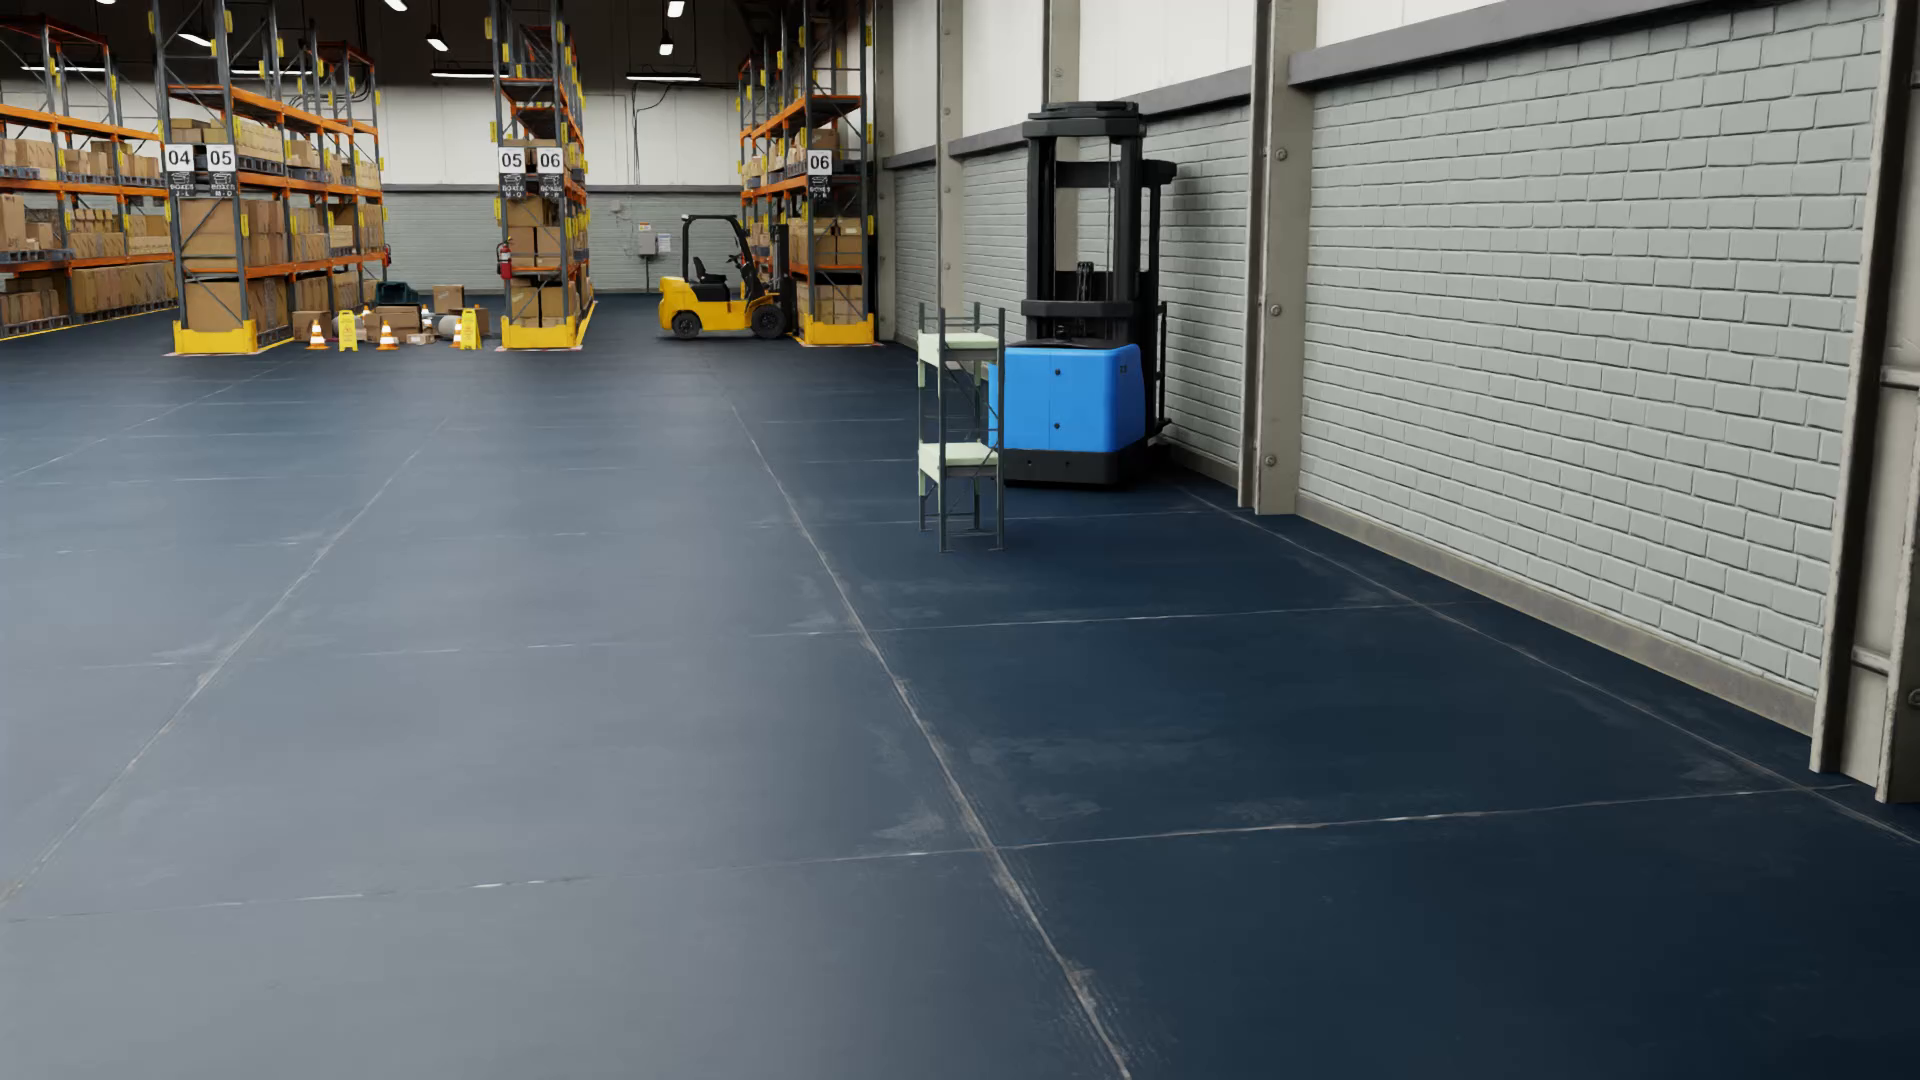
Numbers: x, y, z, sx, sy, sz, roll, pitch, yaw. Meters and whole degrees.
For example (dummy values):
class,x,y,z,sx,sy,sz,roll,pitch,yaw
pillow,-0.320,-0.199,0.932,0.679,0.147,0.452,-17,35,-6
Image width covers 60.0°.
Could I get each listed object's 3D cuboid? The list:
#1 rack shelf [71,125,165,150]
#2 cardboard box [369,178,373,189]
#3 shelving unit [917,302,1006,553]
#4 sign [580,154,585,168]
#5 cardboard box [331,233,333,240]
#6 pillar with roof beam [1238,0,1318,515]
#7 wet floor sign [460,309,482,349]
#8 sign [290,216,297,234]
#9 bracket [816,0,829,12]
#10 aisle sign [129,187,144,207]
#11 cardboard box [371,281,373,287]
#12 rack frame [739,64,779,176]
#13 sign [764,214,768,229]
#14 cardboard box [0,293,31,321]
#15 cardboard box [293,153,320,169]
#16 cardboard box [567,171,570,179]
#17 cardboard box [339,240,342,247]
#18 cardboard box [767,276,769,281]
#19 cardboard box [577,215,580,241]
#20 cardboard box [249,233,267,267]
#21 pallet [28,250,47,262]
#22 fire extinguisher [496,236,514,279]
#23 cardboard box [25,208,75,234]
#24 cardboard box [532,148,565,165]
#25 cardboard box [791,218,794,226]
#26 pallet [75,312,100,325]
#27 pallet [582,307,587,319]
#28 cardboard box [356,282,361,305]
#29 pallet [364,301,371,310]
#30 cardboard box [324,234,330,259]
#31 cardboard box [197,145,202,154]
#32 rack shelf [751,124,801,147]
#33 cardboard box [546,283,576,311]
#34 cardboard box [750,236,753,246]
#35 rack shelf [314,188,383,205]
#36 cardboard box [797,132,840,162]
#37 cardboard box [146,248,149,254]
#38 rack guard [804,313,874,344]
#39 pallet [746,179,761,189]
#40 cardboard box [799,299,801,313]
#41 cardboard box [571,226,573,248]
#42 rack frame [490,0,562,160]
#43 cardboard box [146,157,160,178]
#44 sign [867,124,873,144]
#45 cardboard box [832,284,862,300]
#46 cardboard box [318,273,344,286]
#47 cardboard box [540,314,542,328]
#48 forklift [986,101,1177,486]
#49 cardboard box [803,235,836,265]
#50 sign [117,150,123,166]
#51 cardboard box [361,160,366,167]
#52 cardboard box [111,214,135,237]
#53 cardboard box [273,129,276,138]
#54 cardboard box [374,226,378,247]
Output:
class,x,y,z,sx,sy,sz,roll,pitch,yaw
rack shelf,-19.370,-9.254,38.244,1.077,0.370,4.000,-2,11,-11
cardboard box,-14.214,-8.430,39.345,0.500,0.250,0.500,-2,11,-8
shelving unit,0.001,-0.736,10.550,0.431,1.500,0.755,-2,11,-11
sign,-8.730,-8.754,38.422,0.100,0.325,0.005,-2,11,-11
cardboard box,-13.325,-6.342,34.747,0.380,0.149,0.250,-2,11,-13
pillar with roof beam,-2.031,-4.481,10.170,9.100,9.000,0.400,-2,11,-11
wet floor sign,-7.939,-3.419,26.936,0.267,0.644,0.232,2,11,9
sign,-11.996,-5.669,29.934,0.100,0.325,0.005,-2,11,-11
bracket,-2.744,-10.718,33.315,0.235,0.232,0.430,-2,11,-11
aisle sign,-20.067,-8.503,40.397,0.394,0.787,0.004,-2,11,-11
cardboard box,-14.239,-6.108,39.678,0.380,0.149,0.250,-2,11,-11
rack frame,-5.170,-10.713,42.912,1.000,3.000,0.127,-2,11,-11
sign,-4.145,-6.807,35.551,0.100,0.325,0.005,-2,11,-11
cardboard box,-17.707,-4.315,30.855,0.700,0.500,0.500,-3,11,-16
cardboard box,-12.821,-7.423,32.499,0.500,0.311,0.500,-2,11,-11
cardboard box,-7.343,-6.687,30.455,0.380,0.149,0.250,-2,11,-11
cardboard box,-13.516,-6.382,35.751,0.380,0.149,0.250,-2,11,-13
cardboard box,-4.042,-5.725,36.583,0.380,0.149,0.250,-3,11,-14
cardboard box,-7.911,-6.258,33.369,0.500,0.500,0.500,-3,11,-15
cardboard box,-11.993,-4.799,27.485,0.875,0.550,0.550,-2,11,-11
pallet,-17.778,-5.301,31.037,1.003,0.211,1.213,-2,11,-11
fire extinguisher,-7.356,-4.574,26.912,0.296,0.674,0.183,-2,11,-11
cardboard box,-18.329,-6.433,33.523,0.797,0.503,0.637,-2,11,-9
cardboard box,-6.763,-6.298,27.345,0.500,0.250,0.500,-2,11,-12
cardboard box,-2.918,-5.867,30.702,0.380,0.149,0.250,-2,11,-10
pallet,-18.283,-4.534,33.954,1.003,0.211,1.213,-2,11,-11
pallet,-8.562,-4.894,35.847,1.003,0.211,1.213,-2,11,-11
cardboard box,-13.705,-5.504,37.153,0.500,0.500,0.500,-2,11,-12
pallet,-14.261,-5.404,38.525,1.003,0.211,1.213,-2,11,-11
cardboard box,-12.967,-5.895,33.377,0.500,0.500,0.500,-2,11,-11
cardboard box,-12.208,-6.152,26.253,0.380,0.149,0.250,-2,11,-11
rack shelf,-4.003,-9.062,37.235,1.077,0.370,4.000,-2,11,-11
cardboard box,-7.125,-4.322,29.606,0.500,0.500,0.500,-2,11,-8
cardboard box,-4.842,-7.280,40.529,0.500,0.250,0.500,-2,11,-11
rack shelf,-14.485,-8.139,39.338,1.077,0.370,4.000,-2,11,-11
cardboard box,-2.484,-6.873,29.103,0.700,0.500,0.500,-2,11,-11
cardboard box,-18.965,-6.671,38.394,0.380,0.149,0.250,-2,11,-10
rack guard,-2.054,-3.599,28.266,1.175,0.500,0.348,-2,11,-11
pallet,-4.334,-8.291,38.714,1.213,0.211,1.003,-2,11,-11
cardboard box,-2.546,-4.102,29.121,0.500,0.250,0.500,-2,11,-12
cardboard box,-7.267,-5.412,30.045,0.500,0.500,0.500,-2,11,-9
rack frame,-6.926,-7.597,26.543,1.000,3.000,0.127,-2,11,-11
cardboard box,-19.605,-8.909,39.799,0.700,0.500,0.500,-3,11,-14
sign,-1.513,-6.792,27.786,0.100,0.325,0.005,-2,11,-11
cardboard box,-1.966,-4.273,28.679,0.500,0.250,0.500,-2,11,-12
cardboard box,-13.314,-5.493,35.093,0.500,0.250,0.500,-2,11,-12
cardboard box,-7.441,-3.739,28.550,0.500,0.250,0.500,-2,11,-11
forklift,1.157,-2.083,13.803,1.130,2.935,3.031,4,11,18
cardboard box,-2.412,-4.961,28.470,0.500,0.500,0.500,-2,11,-12
sign,-18.451,-8.394,36.528,0.100,0.325,0.005,-2,11,-11
cardboard box,-14.124,-8.798,38.876,0.380,0.149,0.250,-2,11,-8
cardboard box,-18.823,-7.028,37.200,0.500,0.500,0.500,-2,11,-11
cardboard box,-12.059,-7.034,28.758,0.380,0.149,0.250,-2,11,-11
cardboard box,-14.331,-7.321,40.073,0.500,0.500,0.500,-2,11,-11
